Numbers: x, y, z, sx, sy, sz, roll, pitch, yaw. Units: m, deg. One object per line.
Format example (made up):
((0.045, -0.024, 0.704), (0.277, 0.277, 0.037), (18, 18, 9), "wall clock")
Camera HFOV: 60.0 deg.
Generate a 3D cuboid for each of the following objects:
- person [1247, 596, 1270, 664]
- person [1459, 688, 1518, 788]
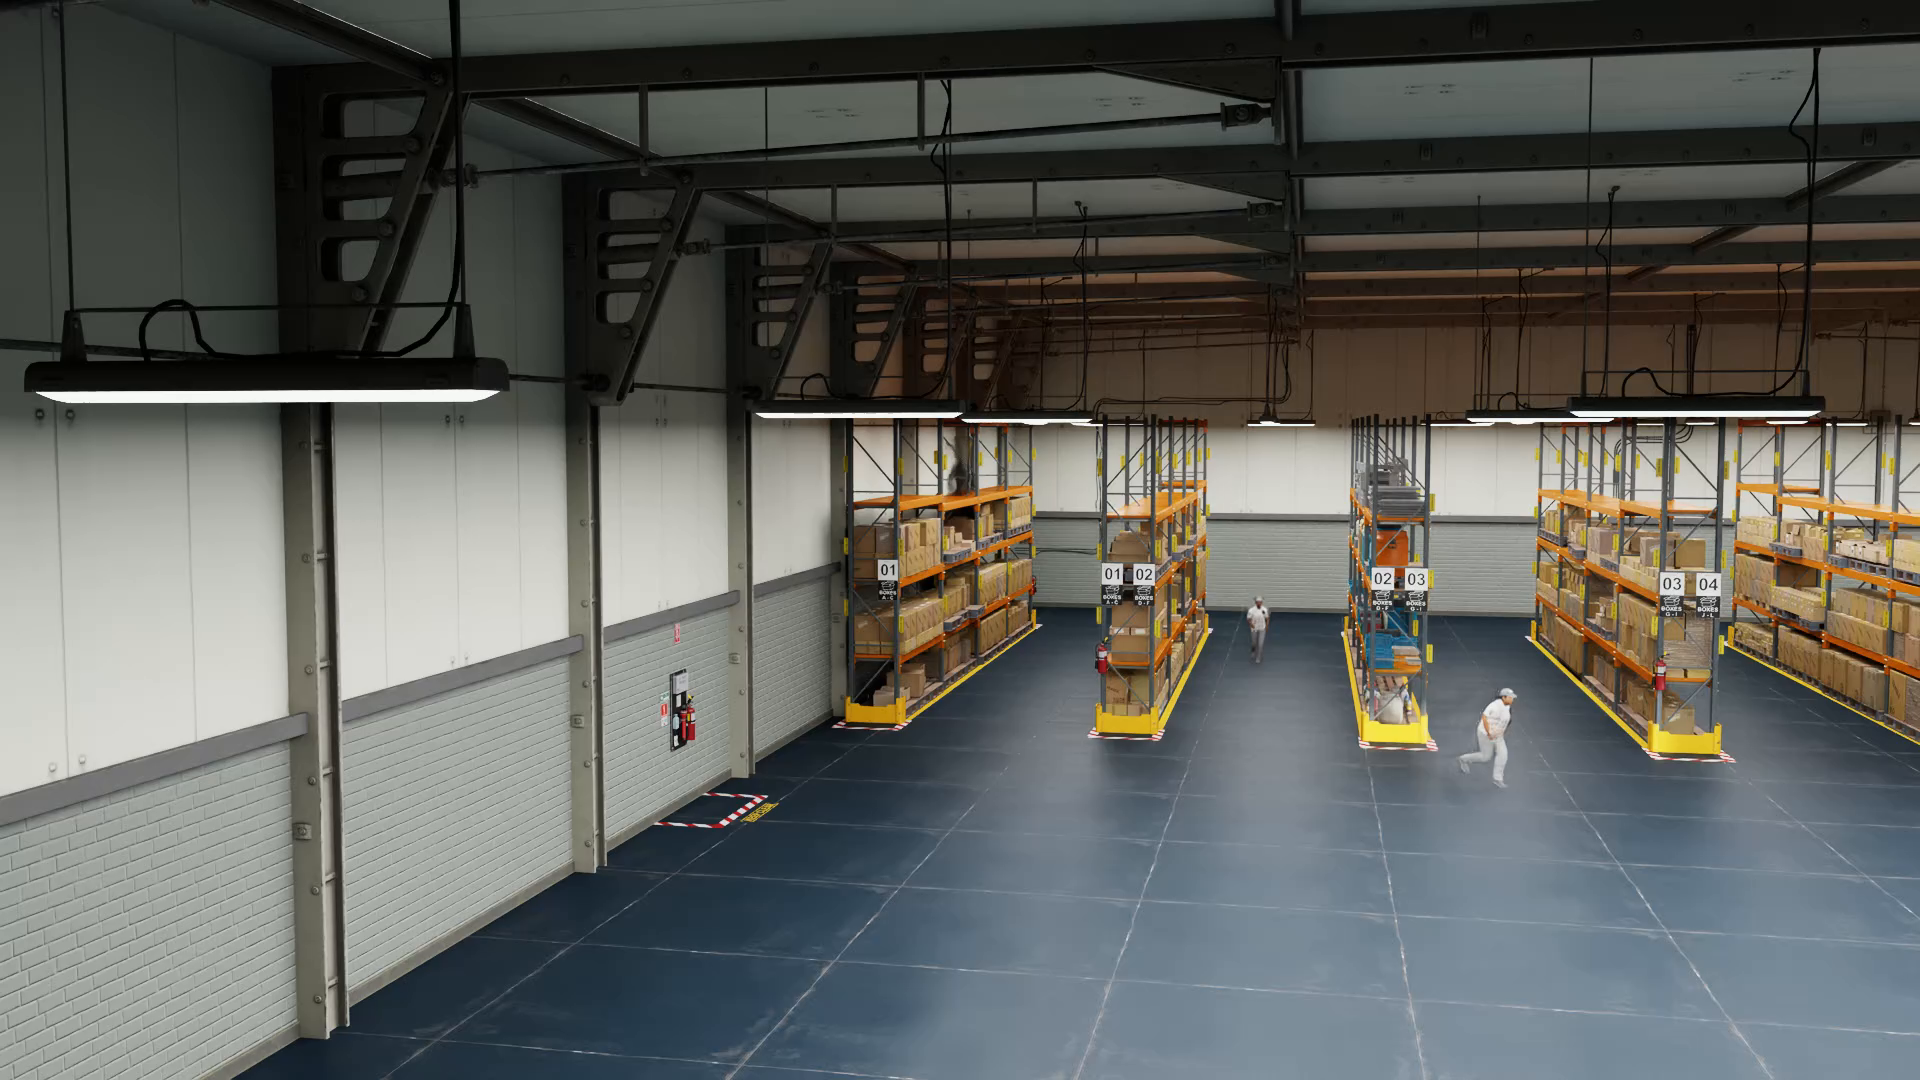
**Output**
((7.305, 2.185, 40.700), (0.563, 1.655, 0.588), (0, 4, 2), "person")
((8.537, 3.167, 26.852), (0.955, 1.625, 0.612), (3, 5, 41), "person")
